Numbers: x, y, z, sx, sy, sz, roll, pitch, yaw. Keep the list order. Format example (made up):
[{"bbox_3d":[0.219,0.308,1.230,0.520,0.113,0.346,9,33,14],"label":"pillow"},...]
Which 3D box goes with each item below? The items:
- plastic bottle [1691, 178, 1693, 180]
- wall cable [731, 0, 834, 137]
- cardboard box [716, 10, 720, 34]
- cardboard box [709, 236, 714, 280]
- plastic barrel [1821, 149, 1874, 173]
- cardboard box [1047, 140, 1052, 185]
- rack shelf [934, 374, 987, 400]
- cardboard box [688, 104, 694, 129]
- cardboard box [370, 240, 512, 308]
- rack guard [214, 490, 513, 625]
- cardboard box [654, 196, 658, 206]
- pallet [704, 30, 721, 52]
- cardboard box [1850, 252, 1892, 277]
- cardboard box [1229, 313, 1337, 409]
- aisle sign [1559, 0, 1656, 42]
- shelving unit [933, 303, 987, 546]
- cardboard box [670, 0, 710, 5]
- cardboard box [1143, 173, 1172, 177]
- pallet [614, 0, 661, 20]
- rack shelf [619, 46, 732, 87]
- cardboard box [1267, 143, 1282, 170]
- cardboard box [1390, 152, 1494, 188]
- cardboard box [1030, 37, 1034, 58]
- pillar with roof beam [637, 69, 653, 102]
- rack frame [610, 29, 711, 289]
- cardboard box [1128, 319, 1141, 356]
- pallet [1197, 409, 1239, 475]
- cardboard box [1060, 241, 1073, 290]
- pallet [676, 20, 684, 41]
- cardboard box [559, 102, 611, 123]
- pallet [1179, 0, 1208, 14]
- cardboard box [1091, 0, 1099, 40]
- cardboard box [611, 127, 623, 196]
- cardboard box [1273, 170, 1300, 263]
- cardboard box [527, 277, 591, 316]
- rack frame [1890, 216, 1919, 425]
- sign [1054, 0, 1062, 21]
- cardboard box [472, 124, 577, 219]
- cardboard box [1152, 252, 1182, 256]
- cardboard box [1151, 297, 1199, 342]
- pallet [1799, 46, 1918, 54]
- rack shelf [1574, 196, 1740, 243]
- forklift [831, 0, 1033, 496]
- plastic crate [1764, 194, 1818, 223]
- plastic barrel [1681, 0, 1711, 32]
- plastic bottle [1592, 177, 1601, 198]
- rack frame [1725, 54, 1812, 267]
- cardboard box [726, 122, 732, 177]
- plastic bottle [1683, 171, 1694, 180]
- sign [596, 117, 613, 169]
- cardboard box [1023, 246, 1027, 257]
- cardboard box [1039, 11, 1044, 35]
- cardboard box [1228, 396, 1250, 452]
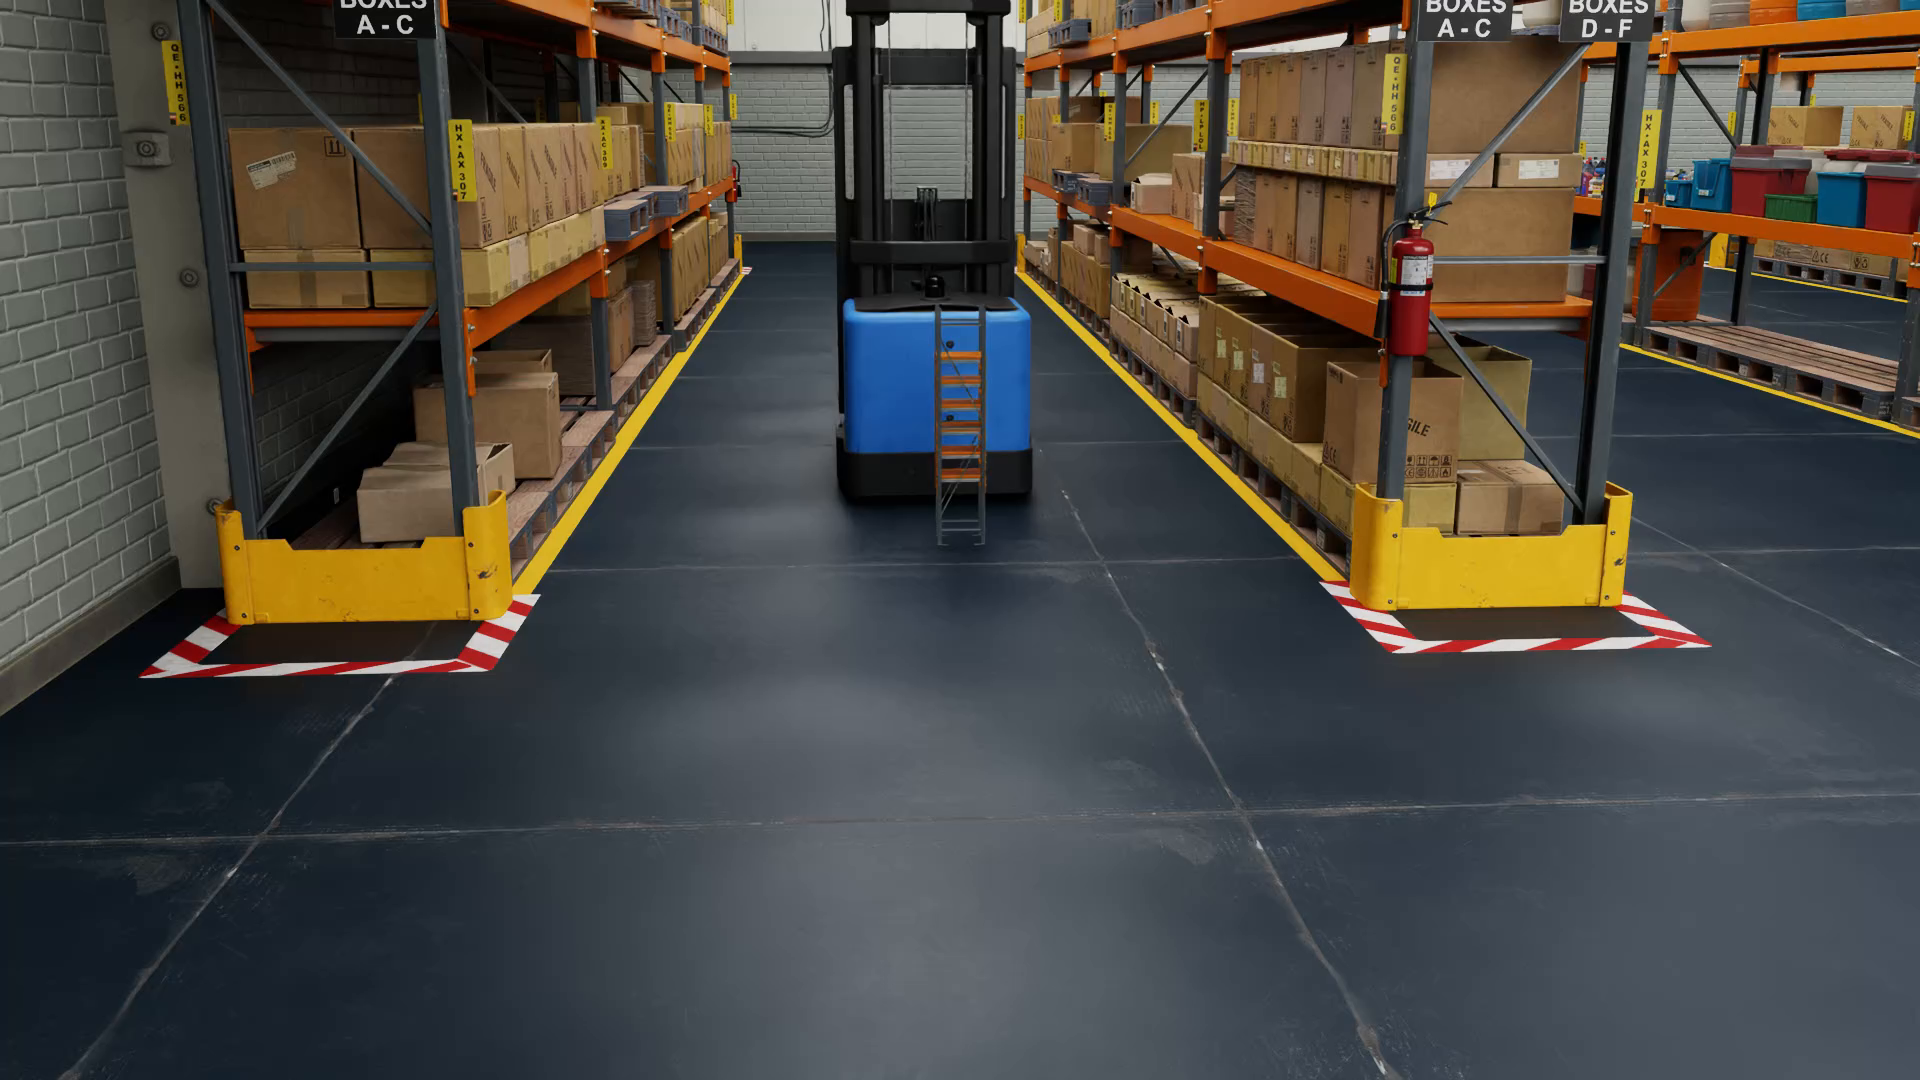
[{"bbox_3d":[6.959,-3.315,15.639,0.152,0.276,0.135,-1,14,-3],"label":"plastic bottle"},{"bbox_3d":[-3.562,-7.915,27.461,3.097,2.526,0.112,-1,14,-3],"label":"wall cable"},{"bbox_3d":[-3.188,-6.296,20.216,0.500,0.250,0.500,-1,14,-5],"label":"cardboard box"},{"bbox_3d":[-3.265,-3.287,19.455,0.700,0.500,0.500,-1,14,-3],"label":"cardboard box"},{"bbox_3d":[7.150,-2.867,13.377,0.433,0.535,0.433,0,14,0],"label":"plastic barrel"},{"bbox_3d":[1.303,-4.481,19.721,0.500,0.500,0.500,0,14,-2],"label":"cardboard box"},{"bbox_3d":[0.001,-0.767,8.314,0.258,0.103,0.180,-1,14,-3],"label":"rack shelf"},{"bbox_3d":[-2.983,-4.305,16.897,0.500,0.250,0.500,-1,14,-2],"label":"cardboard box"},{"bbox_3d":[-2.290,-1.185,7.375,0.500,0.250,0.500,-1,14,-5],"label":"cardboard box"},{"bbox_3d":[-2.582,0.070,7.253,1.175,0.500,0.348,-1,14,-3],"label":"rack guard"},{"bbox_3d":[-2.862,-3.085,14.961,0.380,0.149,0.250,-1,14,-4],"label":"cardboard box"},{"bbox_3d":[-3.433,-6.023,20.072,1.003,0.211,1.213,-1,14,-3],"label":"pallet"},{"bbox_3d":[11.550,-3.676,20.214,0.875,0.875,0.875,-1,14,-3],"label":"cardboard box"},{"bbox_3d":[1.897,-1.060,9.798,0.500,0.500,0.500,-1,14,-3],"label":"cardboard box"},{"bbox_3d":[2.677,-2.447,6.799,0.394,0.787,0.004,-1,14,-3],"label":"aisle sign"},{"bbox_3d":[0.001,-0.577,8.363,0.258,1.200,0.189,-1,14,-3],"label":"shelving unit"},{"bbox_3d":[-3.085,-6.283,18.659,0.500,0.500,0.500,-1,14,-4],"label":"cardboard box"},{"bbox_3d":[1.850,-3.055,14.558,0.500,0.311,0.500,0,14,0],"label":"cardboard box"},{"bbox_3d":[-2.824,-3.892,11.989,1.213,0.211,1.003,-1,14,-3],"label":"pallet"},{"bbox_3d":[-3.444,-5.708,20.116,1.077,0.370,4.000,-1,14,-3],"label":"rack shelf"},{"bbox_3d":[2.007,-2.233,9.683,0.380,0.149,0.250,-1,14,-5],"label":"cardboard box"},{"bbox_3d":[2.153,-1.654,7.433,0.380,0.149,0.250,-1,14,-4],"label":"cardboard box"},{"bbox_3d":[1.172,-6.302,21.283,0.500,0.250,0.500,-1,14,-3],"label":"cardboard box"},{"bbox_3d":[-0.302,-8.731,24.402,9.100,9.000,0.400,-1,14,-3],"label":"pillar with roof beam"},{"bbox_3d":[-3.321,-4.106,18.467,1.000,3.000,0.127,-1,14,-3],"label":"rack frame"},{"bbox_3d":[1.681,-1.672,13.680,0.500,0.250,0.500,-1,14,-5],"label":"cardboard box"},{"bbox_3d":[2.126,-0.645,10.611,1.003,0.211,1.213,-1,14,-3],"label":"pallet"},{"bbox_3d":[1.410,-3.062,18.542,0.500,0.500,0.500,-2,15,-6],"label":"cardboard box"},{"bbox_3d":[-3.238,-4.910,15.950,1.003,0.211,1.213,0,14,-1],"label":"pallet"},{"bbox_3d":[-3.360,-3.786,14.878,0.500,0.250,0.500,0,14,-2],"label":"cardboard box"},{"bbox_3d":[2.051,-3.774,11.537,0.805,0.209,1.217,-1,15,-6],"label":"pallet"},{"bbox_3d":[1.747,-5.054,15.930,0.910,0.500,0.500,-1,14,-3],"label":"cardboard box"},{"bbox_3d":[-2.922,-2.808,12.336,0.700,0.500,0.500,1,14,4],"label":"cardboard box"},{"bbox_3d":[2.219,-1.877,9.599,0.700,0.500,0.500,-1,14,-3],"label":"cardboard box"},{"bbox_3d":[-2.918,-1.775,12.033,0.500,0.250,0.500,-1,14,-5],"label":"cardboard box"},{"bbox_3d":[7.063,-2.270,11.328,1.000,3.000,0.127,-1,14,-3],"label":"rack frame"},{"bbox_3d":[1.082,-5.877,18.290,0.100,0.325,0.005,-1,14,-3],"label":"sign"},{"bbox_3d":[-2.430,-2.055,9.249,0.500,0.500,0.500,-1,14,-5],"label":"cardboard box"},{"bbox_3d":[2.027,-2.694,17.110,0.500,0.500,0.500,-1,14,-5],"label":"cardboard box"},{"bbox_3d":[1.741,-1.687,12.615,0.500,0.311,0.500,-1,14,-4],"label":"cardboard box"},{"bbox_3d":[11.398,-6.252,20.964,1.003,0.211,1.213,-1,14,-3],"label":"pallet"},{"bbox_3d":[6.691,-3.414,17.218,1.077,0.370,4.000,-1,14,-3],"label":"rack shelf"},{"bbox_3d":[-0.231,-1.976,10.324,1.130,2.935,3.031,-1,14,-4],"label":"forklift"},{"bbox_3d":[6.673,-2.596,13.021,0.450,0.188,0.662,-1,14,-3],"label":"plastic crate"},{"bbox_3d":[6.529,-4.689,14.489,0.421,0.512,0.421,0,14,0],"label":"plastic barrel"},{"bbox_3d":[6.325,-3.494,16.485,0.097,0.201,0.097,0,14,0],"label":"plastic bottle"},{"bbox_3d":[11.263,-5.331,23.225,1.000,3.000,0.127,-1,14,-3],"label":"rack frame"},{"bbox_3d":[-3.527,-5.120,21.803,0.980,0.700,0.700,0,14,-1],"label":"cardboard box"},{"bbox_3d":[7.082,-3.432,16.095,0.152,0.276,0.135,-1,14,-3],"label":"plastic bottle"},{"bbox_3d":[-2.284,-2.546,10.666,0.100,0.325,0.005,-1,14,-3],"label":"sign"},{"bbox_3d":[1.058,-3.902,22.509,0.380,0.149,0.250,-1,14,-3],"label":"cardboard box"},{"bbox_3d":[1.236,-6.296,20.254,0.500,0.250,0.500,-1,14,-3],"label":"cardboard box"},{"bbox_3d":[1.897,-0.697,9.892,0.500,0.250,0.500,-1,14,-3],"label":"cardboard box"}]
